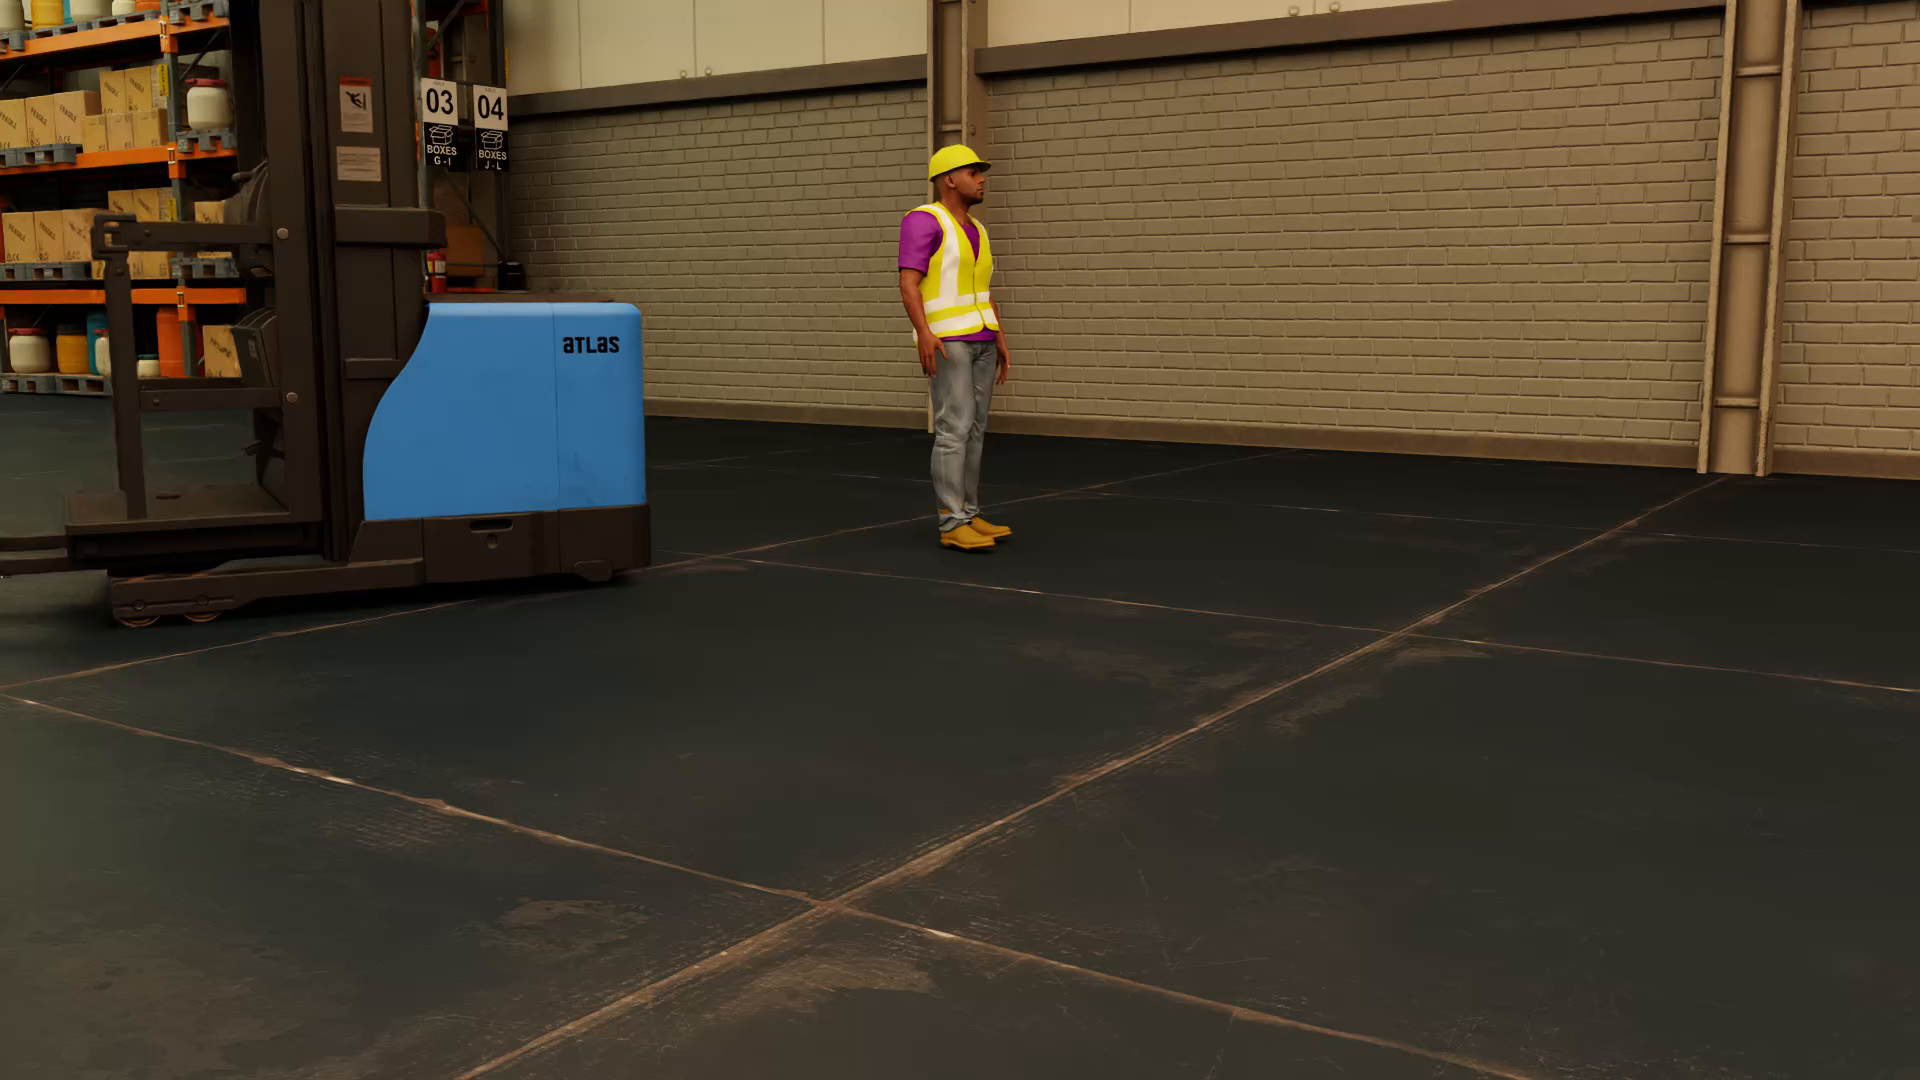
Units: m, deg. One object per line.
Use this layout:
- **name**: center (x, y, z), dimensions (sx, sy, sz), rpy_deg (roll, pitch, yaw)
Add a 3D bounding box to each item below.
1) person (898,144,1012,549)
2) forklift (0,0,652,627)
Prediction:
- **person**: center (0.054, -0.875, 7.435), dimensions (0.577, 1.765, 0.665), rpy_deg (5, 10, 34)
- **forklift**: center (-2.739, -1.244, 5.939), dimensions (3.031, 2.935, 1.130), rpy_deg (-4, 9, -28)
